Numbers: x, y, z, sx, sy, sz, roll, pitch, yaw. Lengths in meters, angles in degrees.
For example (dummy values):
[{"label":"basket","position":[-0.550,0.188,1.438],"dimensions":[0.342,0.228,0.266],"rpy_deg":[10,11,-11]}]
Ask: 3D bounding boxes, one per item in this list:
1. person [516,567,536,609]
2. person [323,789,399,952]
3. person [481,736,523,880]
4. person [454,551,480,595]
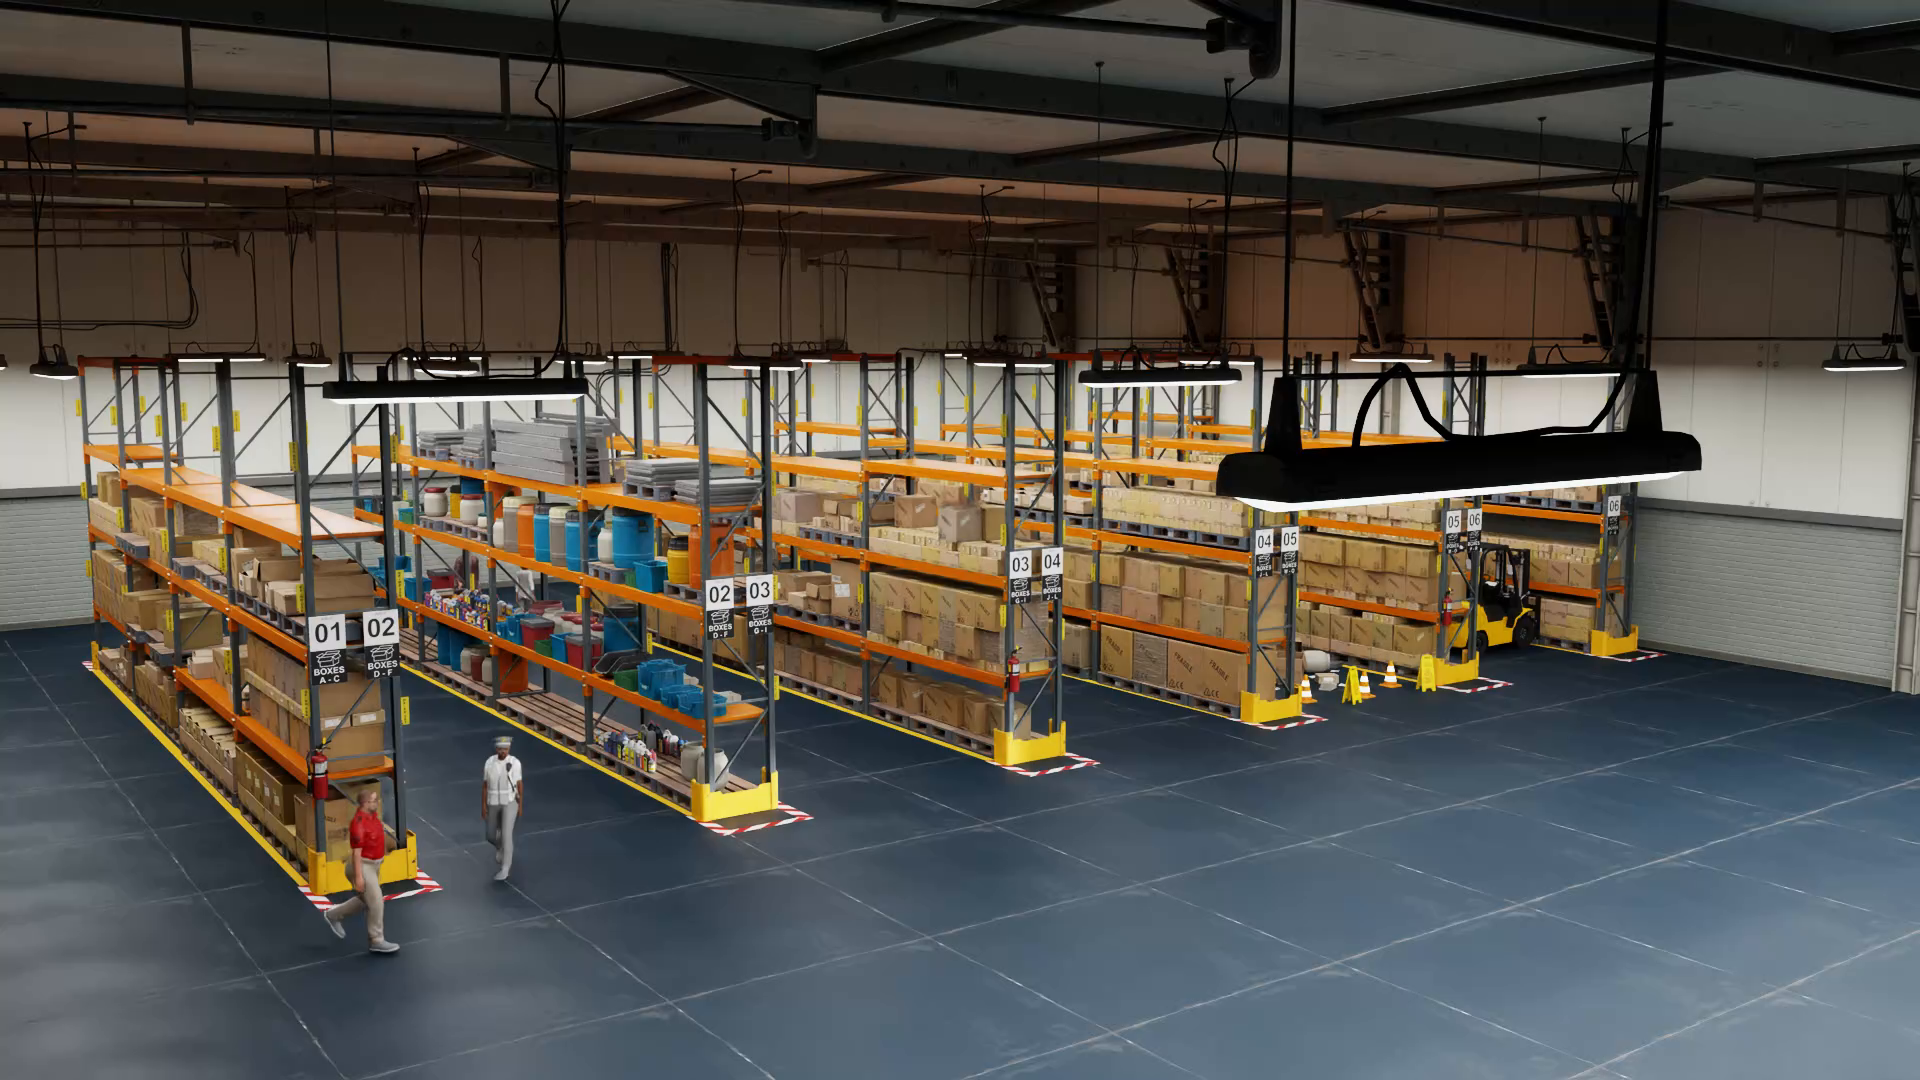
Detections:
[{"label":"person","position":[-9.304,1.221,35.676],"dimensions":[0.489,1.606,0.364],"rpy_deg":[2,7,13]},{"label":"person","position":[-6.221,3.397,17.227],"dimensions":[0.857,1.686,0.539],"rpy_deg":[0,7,4]},{"label":"person","position":[-5.415,3.116,19.693],"dimensions":[0.462,1.648,0.821],"rpy_deg":[0,7,1]},{"label":"person","position":[-10.962,0.960,37.074],"dimensions":[0.606,1.713,1.141],"rpy_deg":[-5,8,-33]}]
